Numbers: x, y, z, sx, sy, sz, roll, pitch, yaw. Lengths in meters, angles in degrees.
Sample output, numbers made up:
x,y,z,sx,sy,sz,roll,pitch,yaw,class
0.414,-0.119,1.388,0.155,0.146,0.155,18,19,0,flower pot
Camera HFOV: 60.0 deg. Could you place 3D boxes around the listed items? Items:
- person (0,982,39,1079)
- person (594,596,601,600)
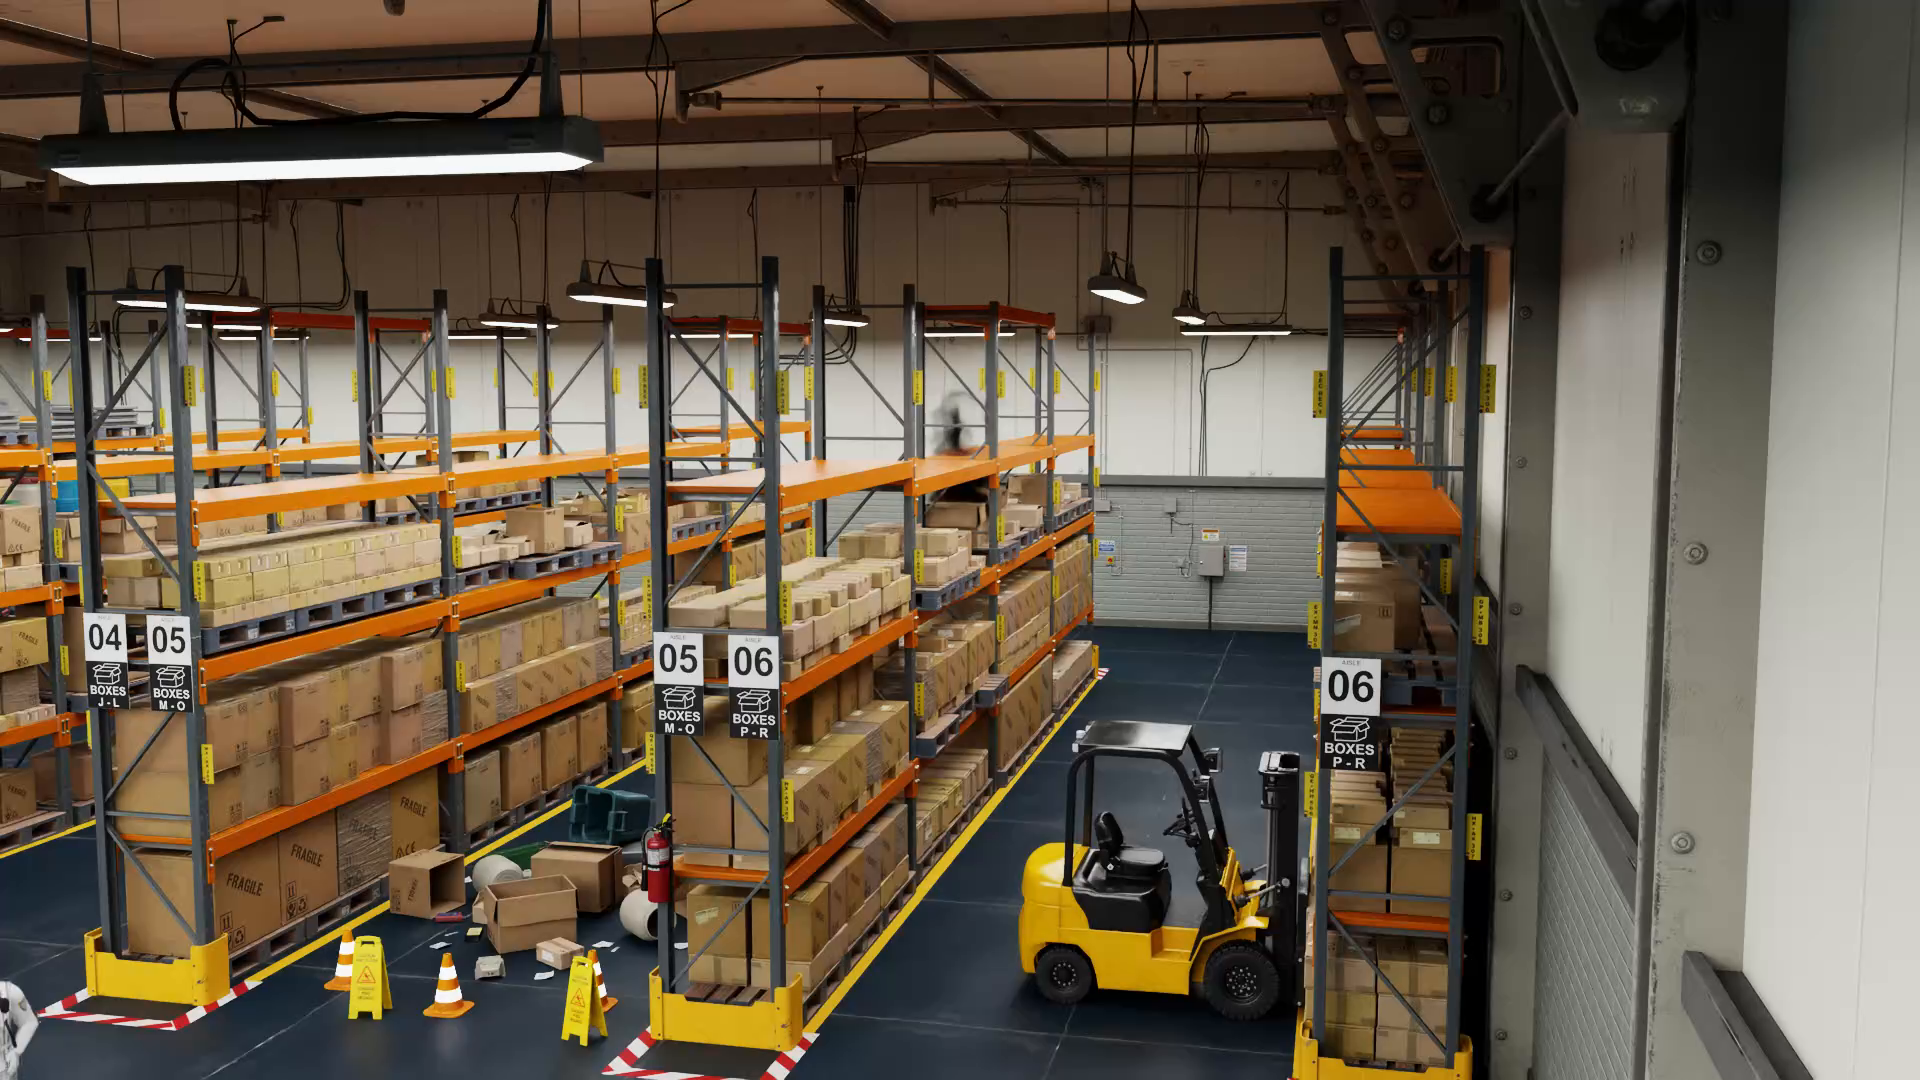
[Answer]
x,y,z,sx,sy,sz,roll,pitch,yaw,class
-6.087,3.307,10.374,0.621,1.657,0.552,-4,7,-35,person
-5.628,1.708,25.826,0.720,1.720,0.581,1,6,9,person
